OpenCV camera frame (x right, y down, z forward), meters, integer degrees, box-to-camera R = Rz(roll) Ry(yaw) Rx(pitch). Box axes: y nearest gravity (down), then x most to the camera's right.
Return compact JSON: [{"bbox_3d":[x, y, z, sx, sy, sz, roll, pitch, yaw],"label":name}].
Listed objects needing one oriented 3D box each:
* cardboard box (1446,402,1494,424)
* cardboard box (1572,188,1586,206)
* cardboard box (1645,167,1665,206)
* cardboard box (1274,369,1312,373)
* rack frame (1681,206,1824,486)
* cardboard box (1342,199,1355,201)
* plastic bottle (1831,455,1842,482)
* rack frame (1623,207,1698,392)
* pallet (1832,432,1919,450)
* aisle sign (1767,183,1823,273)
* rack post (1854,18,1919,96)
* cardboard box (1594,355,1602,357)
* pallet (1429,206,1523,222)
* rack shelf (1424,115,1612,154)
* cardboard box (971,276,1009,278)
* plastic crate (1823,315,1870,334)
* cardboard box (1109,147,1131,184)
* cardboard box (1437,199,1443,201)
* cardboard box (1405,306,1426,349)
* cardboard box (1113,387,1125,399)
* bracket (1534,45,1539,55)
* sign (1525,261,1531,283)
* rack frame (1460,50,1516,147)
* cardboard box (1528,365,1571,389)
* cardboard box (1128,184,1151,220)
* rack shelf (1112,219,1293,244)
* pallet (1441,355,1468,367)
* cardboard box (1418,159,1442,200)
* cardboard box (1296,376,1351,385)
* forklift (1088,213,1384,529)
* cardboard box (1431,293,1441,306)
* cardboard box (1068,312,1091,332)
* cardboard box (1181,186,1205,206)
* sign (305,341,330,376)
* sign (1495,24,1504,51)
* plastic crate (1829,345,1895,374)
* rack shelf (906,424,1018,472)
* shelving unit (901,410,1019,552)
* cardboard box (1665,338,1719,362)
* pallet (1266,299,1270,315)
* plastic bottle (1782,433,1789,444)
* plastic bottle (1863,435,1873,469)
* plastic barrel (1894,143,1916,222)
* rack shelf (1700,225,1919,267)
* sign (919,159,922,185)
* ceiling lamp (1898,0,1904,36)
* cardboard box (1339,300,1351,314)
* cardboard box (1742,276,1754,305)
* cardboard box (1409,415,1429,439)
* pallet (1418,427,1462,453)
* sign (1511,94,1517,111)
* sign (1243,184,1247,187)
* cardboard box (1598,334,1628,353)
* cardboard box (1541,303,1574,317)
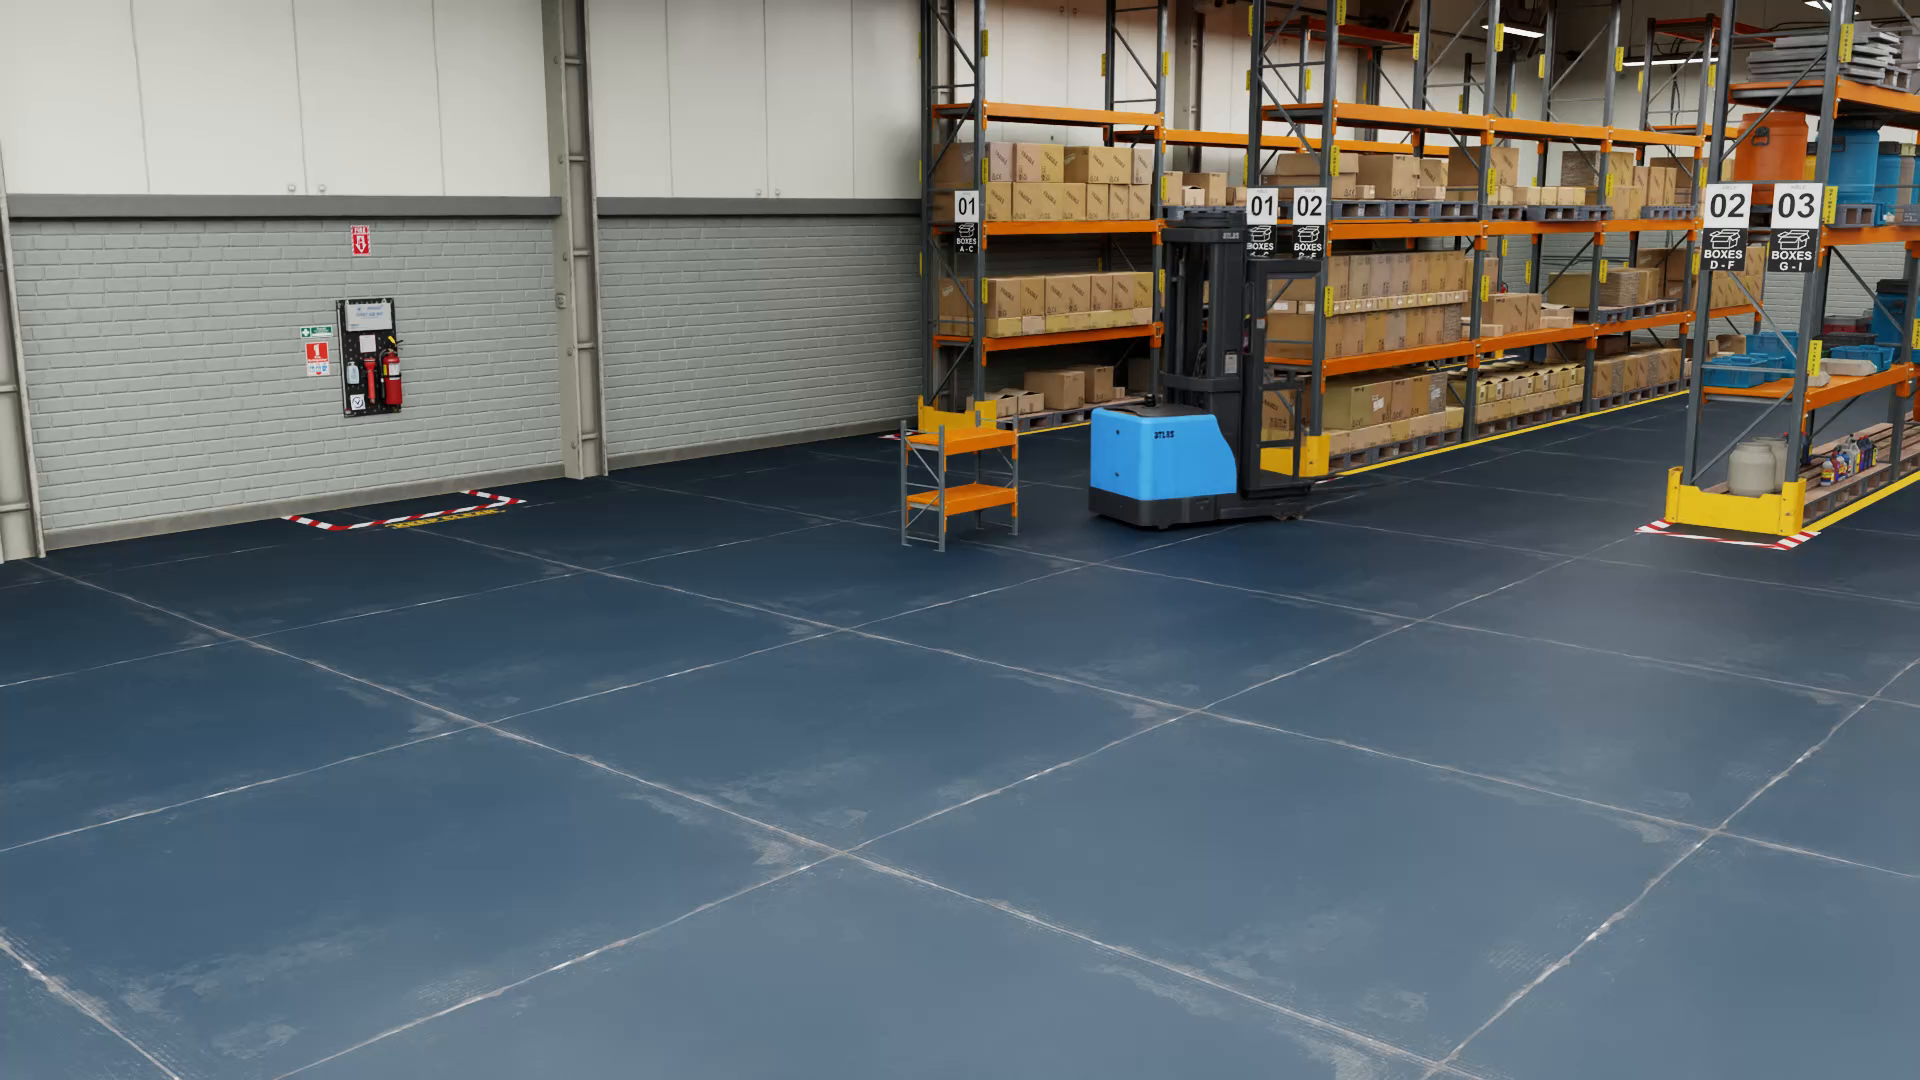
[{"bbox_3d":[6.724,-1.699,22.010,0.500,0.250,0.500,9,15,39],"label":"cardboard box"},{"bbox_3d":[8.655,-4.932,23.900,0.500,0.250,0.500,8,14,36],"label":"cardboard box"},{"bbox_3d":[10.741,-5.601,26.353,0.600,0.600,0.600,10,15,40],"label":"cardboard box"},{"bbox_3d":[5.773,-3.286,28.421,0.750,0.750,0.750,10,15,40],"label":"cardboard box"},{"bbox_3d":[7.350,-1.585,15.489,1.000,3.000,0.127,10,15,40],"label":"rack frame"},{"bbox_3d":[6.468,-6.096,29.038,0.700,0.500,0.500,10,15,40],"label":"cardboard box"},{"bbox_3d":[9.007,-0.740,17.100,0.097,0.271,0.097,0,11,0],"label":"plastic bottle"},{"bbox_3d":[11.553,-3.992,27.538,1.000,3.000,0.127,10,15,40],"label":"rack frame"},{"bbox_3d":[11.285,-1.107,20.215,1.003,0.211,1.213,10,15,40],"label":"pallet"},{"bbox_3d":[7.522,-2.811,14.992,0.394,0.787,0.004,10,15,40],"label":"aisle sign"},{"bbox_3d":[11.226,-5.514,19.335,1.013,1.000,3.121,10,15,40],"label":"rack post"},{"bbox_3d":[9.695,-2.637,26.015,0.500,0.500,0.500,9,14,38],"label":"cardboard box"},{"bbox_3d":[6.844,-4.323,22.028,0.805,0.209,1.217,9,14,38],"label":"pallet"},{"bbox_3d":[7.592,-5.502,22.640,1.077,0.370,4.000,10,15,40],"label":"rack shelf"},{"bbox_3d":[0.399,-3.340,22.691,0.500,0.500,0.500,10,15,41],"label":"cardboard box"},{"bbox_3d":[10.080,-2.316,18.984,0.402,0.464,0.583,10,15,40],"label":"plastic crate"},{"bbox_3d":[2.066,-5.283,23.488,0.500,0.500,0.500,11,16,43],"label":"cardboard box"},{"bbox_3d":[8.830,-6.425,31.116,0.500,0.250,0.500,9,15,39],"label":"cardboard box"},{"bbox_3d":[5.306,-2.646,20.544,0.700,0.500,0.500,10,15,41],"label":"cardboard box"},{"bbox_3d":[2.218,-2.198,24.670,0.380,0.166,0.250,7,14,33],"label":"cardboard box"},{"bbox_3d":[12.143,-10.451,35.373,0.235,0.232,0.430,10,15,40],"label":"bracket"},{"bbox_3d":[8.498,-4.001,24.830,0.100,0.325,0.005,10,15,40],"label":"sign"},{"bbox_3d":[10.470,-8.162,33.100,1.000,3.000,0.127,10,15,40],"label":"rack frame"},{"bbox_3d":[8.413,-2.349,23.832,0.500,0.311,0.500,9,15,39],"label":"cardboard box"},{"bbox_3d":[2.399,-4.878,24.009,0.500,0.500,0.500,10,15,42],"label":"cardboard box"},{"bbox_3d":[3.869,-4.867,26.099,1.077,0.370,4.000,10,15,40],"label":"rack shelf"},{"bbox_3d":[9.195,-3.546,32.427,1.003,0.211,1.213,10,15,40],"label":"pallet"},{"bbox_3d":[5.741,-4.569,21.086,0.500,0.500,0.500,-11,15,-43],"label":"cardboard box"},{"bbox_3d":[4.411,-1.718,20.187,0.500,0.500,0.500,10,15,40],"label":"cardboard box"},{"bbox_3d":[2.814,-1.714,16.307,3.031,2.935,1.130,-6,13,-26],"label":"forklift"},{"bbox_3d":[5.745,-3.000,20.663,0.380,0.149,0.250,10,15,40],"label":"cardboard box"},{"bbox_3d":[1.477,-3.060,23.203,0.500,0.250,0.500,10,15,41],"label":"cardboard box"},{"bbox_3d":[3.376,-5.248,25.327,0.500,0.311,0.500,10,15,42],"label":"cardboard box"},{"bbox_3d":[-6.343,-1.789,16.418,0.001,0.329,0.234,10,15,40],"label":"sign"},{"bbox_3d":[6.673,-6.217,20.573,0.100,0.325,0.005,10,15,40],"label":"sign"},{"bbox_3d":[9.464,-1.903,17.459,0.499,0.251,0.616,10,15,40],"label":"plastic crate"},{"bbox_3d":[0.004,-0.840,15.049,0.538,0.278,1.000,10,15,40],"label":"rack shelf"},{"bbox_3d":[0.004,-0.553,15.106,0.538,1.125,1.048,10,15,40],"label":"shelving unit"},{"bbox_3d":[12.789,-3.260,29.126,0.797,0.503,0.637,10,15,40],"label":"cardboard box"},{"bbox_3d":[4.798,-3.830,27.220,1.213,0.211,1.003,10,15,40],"label":"pallet"},{"bbox_3d":[9.021,-0.997,18.187,0.144,0.351,0.185,9,14,38],"label":"plastic bottle"},{"bbox_3d":[9.782,-0.958,17.991,0.144,0.351,0.185,9,15,39],"label":"plastic bottle"},{"bbox_3d":[10.595,-4.090,19.090,0.600,0.901,0.600,0,11,0],"label":"plastic barrel"},{"bbox_3d":[8.670,-2.998,16.739,1.077,0.370,4.000,10,15,40],"label":"rack shelf"},{"bbox_3d":[-0.496,-4.846,21.896,0.100,0.325,0.005,10,15,40],"label":"sign"},{"bbox_3d":[17.842,-10.455,29.680,2.000,3.185,0.800,10,15,40],"label":"ceiling lamp"},{"bbox_3d":[4.225,-2.662,18.971,0.380,0.149,0.250,9,15,39],"label":"cardboard box"},{"bbox_3d":[13.762,-4.451,29.584,0.500,0.500,0.500,10,15,41],"label":"cardboard box"},{"bbox_3d":[5.474,-1.428,20.650,0.500,0.250,0.500,10,15,40],"label":"cardboard box"},{"bbox_3d":[5.715,-1.336,21.359,1.003,0.211,1.213,10,15,40],"label":"pallet"},{"bbox_3d":[10.868,-8.587,32.640,0.100,0.325,0.005,10,15,40],"label":"sign"},{"bbox_3d":[4.777,-5.879,27.808,0.100,0.325,0.005,10,15,40],"label":"sign"},{"bbox_3d":[10.390,-3.163,26.731,0.500,0.250,0.500,10,15,40],"label":"cardboard box"},{"bbox_3d":[8.639,-3.312,24.360,0.500,0.311,0.500,11,16,44],"label":"cardboard box"}]
